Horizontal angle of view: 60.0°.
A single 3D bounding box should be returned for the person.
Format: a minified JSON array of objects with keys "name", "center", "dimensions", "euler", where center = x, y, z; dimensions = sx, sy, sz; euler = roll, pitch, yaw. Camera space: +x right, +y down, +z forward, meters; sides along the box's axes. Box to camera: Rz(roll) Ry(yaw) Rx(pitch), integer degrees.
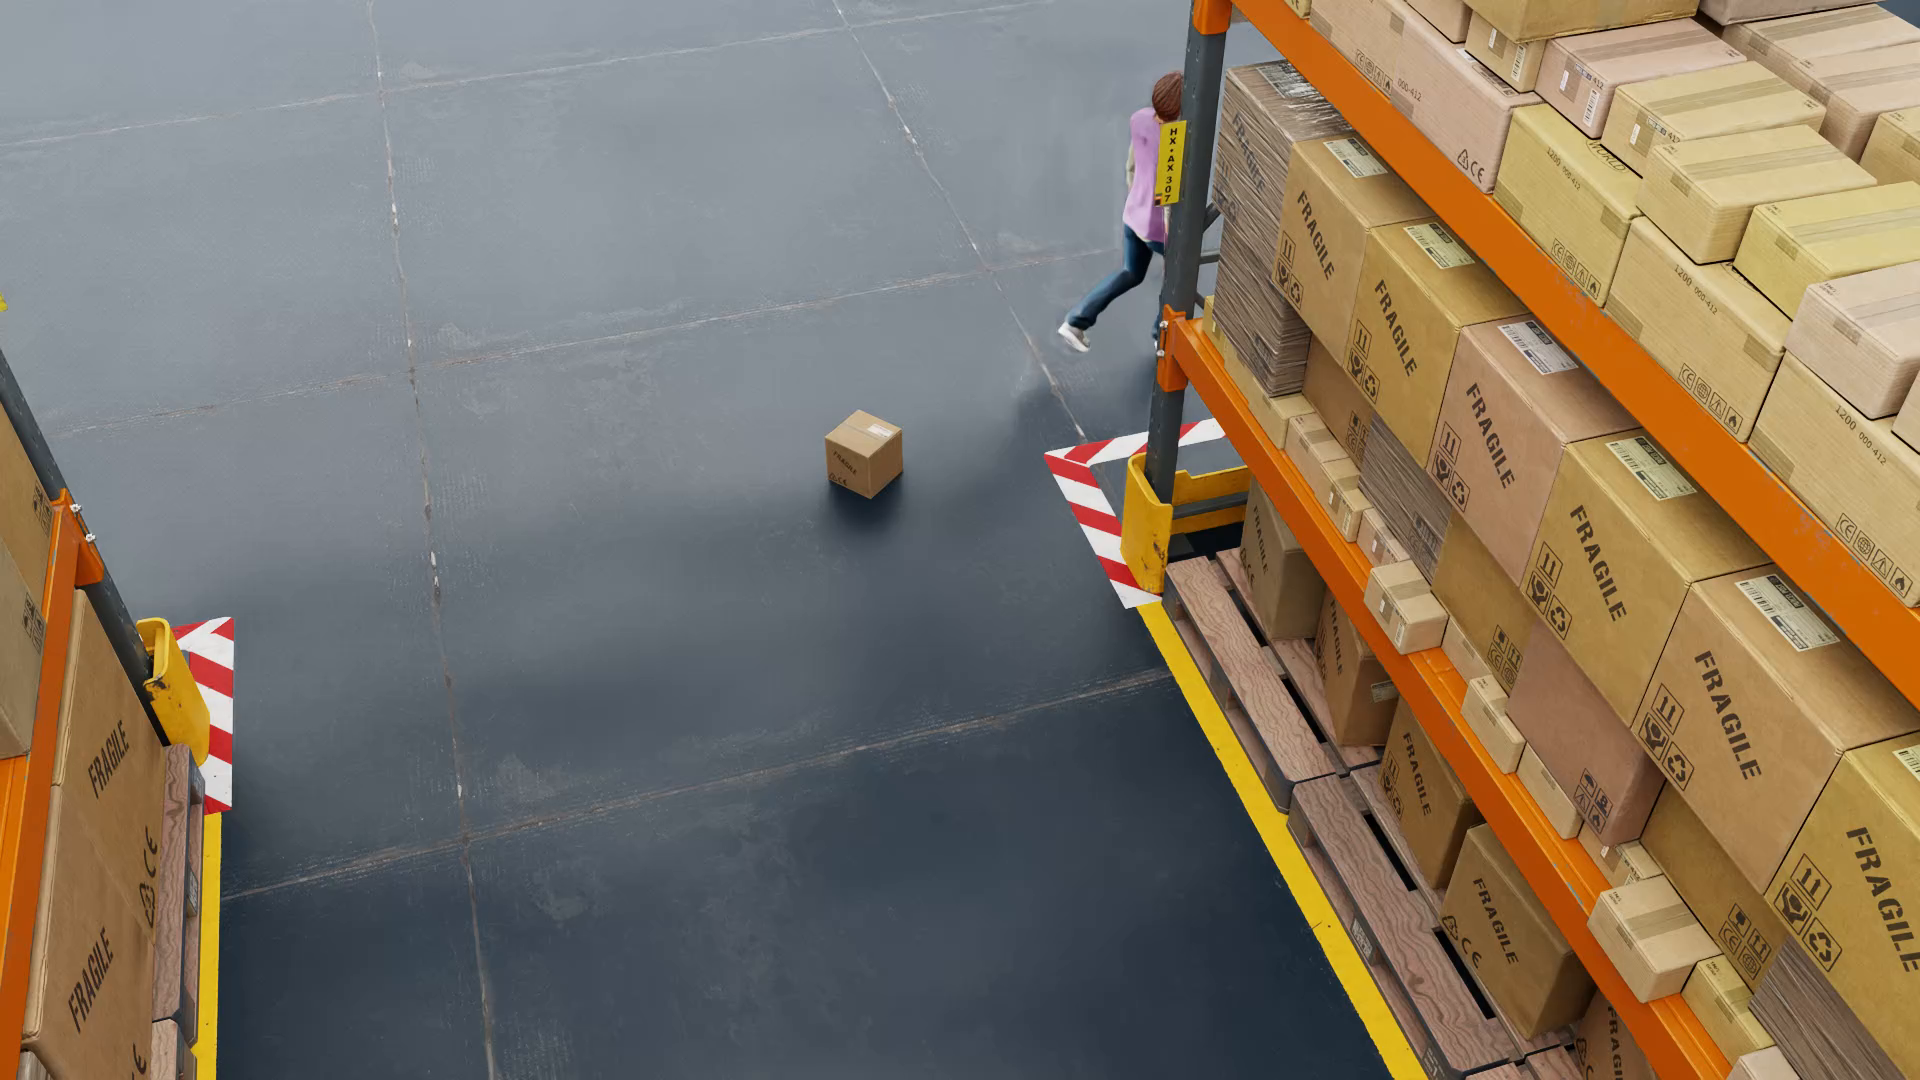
[{"name":"person","center":[0.868,-1.473,7.755],"dimensions":[0.814,1.538,0.457],"euler":[-23,47,-22]}]
